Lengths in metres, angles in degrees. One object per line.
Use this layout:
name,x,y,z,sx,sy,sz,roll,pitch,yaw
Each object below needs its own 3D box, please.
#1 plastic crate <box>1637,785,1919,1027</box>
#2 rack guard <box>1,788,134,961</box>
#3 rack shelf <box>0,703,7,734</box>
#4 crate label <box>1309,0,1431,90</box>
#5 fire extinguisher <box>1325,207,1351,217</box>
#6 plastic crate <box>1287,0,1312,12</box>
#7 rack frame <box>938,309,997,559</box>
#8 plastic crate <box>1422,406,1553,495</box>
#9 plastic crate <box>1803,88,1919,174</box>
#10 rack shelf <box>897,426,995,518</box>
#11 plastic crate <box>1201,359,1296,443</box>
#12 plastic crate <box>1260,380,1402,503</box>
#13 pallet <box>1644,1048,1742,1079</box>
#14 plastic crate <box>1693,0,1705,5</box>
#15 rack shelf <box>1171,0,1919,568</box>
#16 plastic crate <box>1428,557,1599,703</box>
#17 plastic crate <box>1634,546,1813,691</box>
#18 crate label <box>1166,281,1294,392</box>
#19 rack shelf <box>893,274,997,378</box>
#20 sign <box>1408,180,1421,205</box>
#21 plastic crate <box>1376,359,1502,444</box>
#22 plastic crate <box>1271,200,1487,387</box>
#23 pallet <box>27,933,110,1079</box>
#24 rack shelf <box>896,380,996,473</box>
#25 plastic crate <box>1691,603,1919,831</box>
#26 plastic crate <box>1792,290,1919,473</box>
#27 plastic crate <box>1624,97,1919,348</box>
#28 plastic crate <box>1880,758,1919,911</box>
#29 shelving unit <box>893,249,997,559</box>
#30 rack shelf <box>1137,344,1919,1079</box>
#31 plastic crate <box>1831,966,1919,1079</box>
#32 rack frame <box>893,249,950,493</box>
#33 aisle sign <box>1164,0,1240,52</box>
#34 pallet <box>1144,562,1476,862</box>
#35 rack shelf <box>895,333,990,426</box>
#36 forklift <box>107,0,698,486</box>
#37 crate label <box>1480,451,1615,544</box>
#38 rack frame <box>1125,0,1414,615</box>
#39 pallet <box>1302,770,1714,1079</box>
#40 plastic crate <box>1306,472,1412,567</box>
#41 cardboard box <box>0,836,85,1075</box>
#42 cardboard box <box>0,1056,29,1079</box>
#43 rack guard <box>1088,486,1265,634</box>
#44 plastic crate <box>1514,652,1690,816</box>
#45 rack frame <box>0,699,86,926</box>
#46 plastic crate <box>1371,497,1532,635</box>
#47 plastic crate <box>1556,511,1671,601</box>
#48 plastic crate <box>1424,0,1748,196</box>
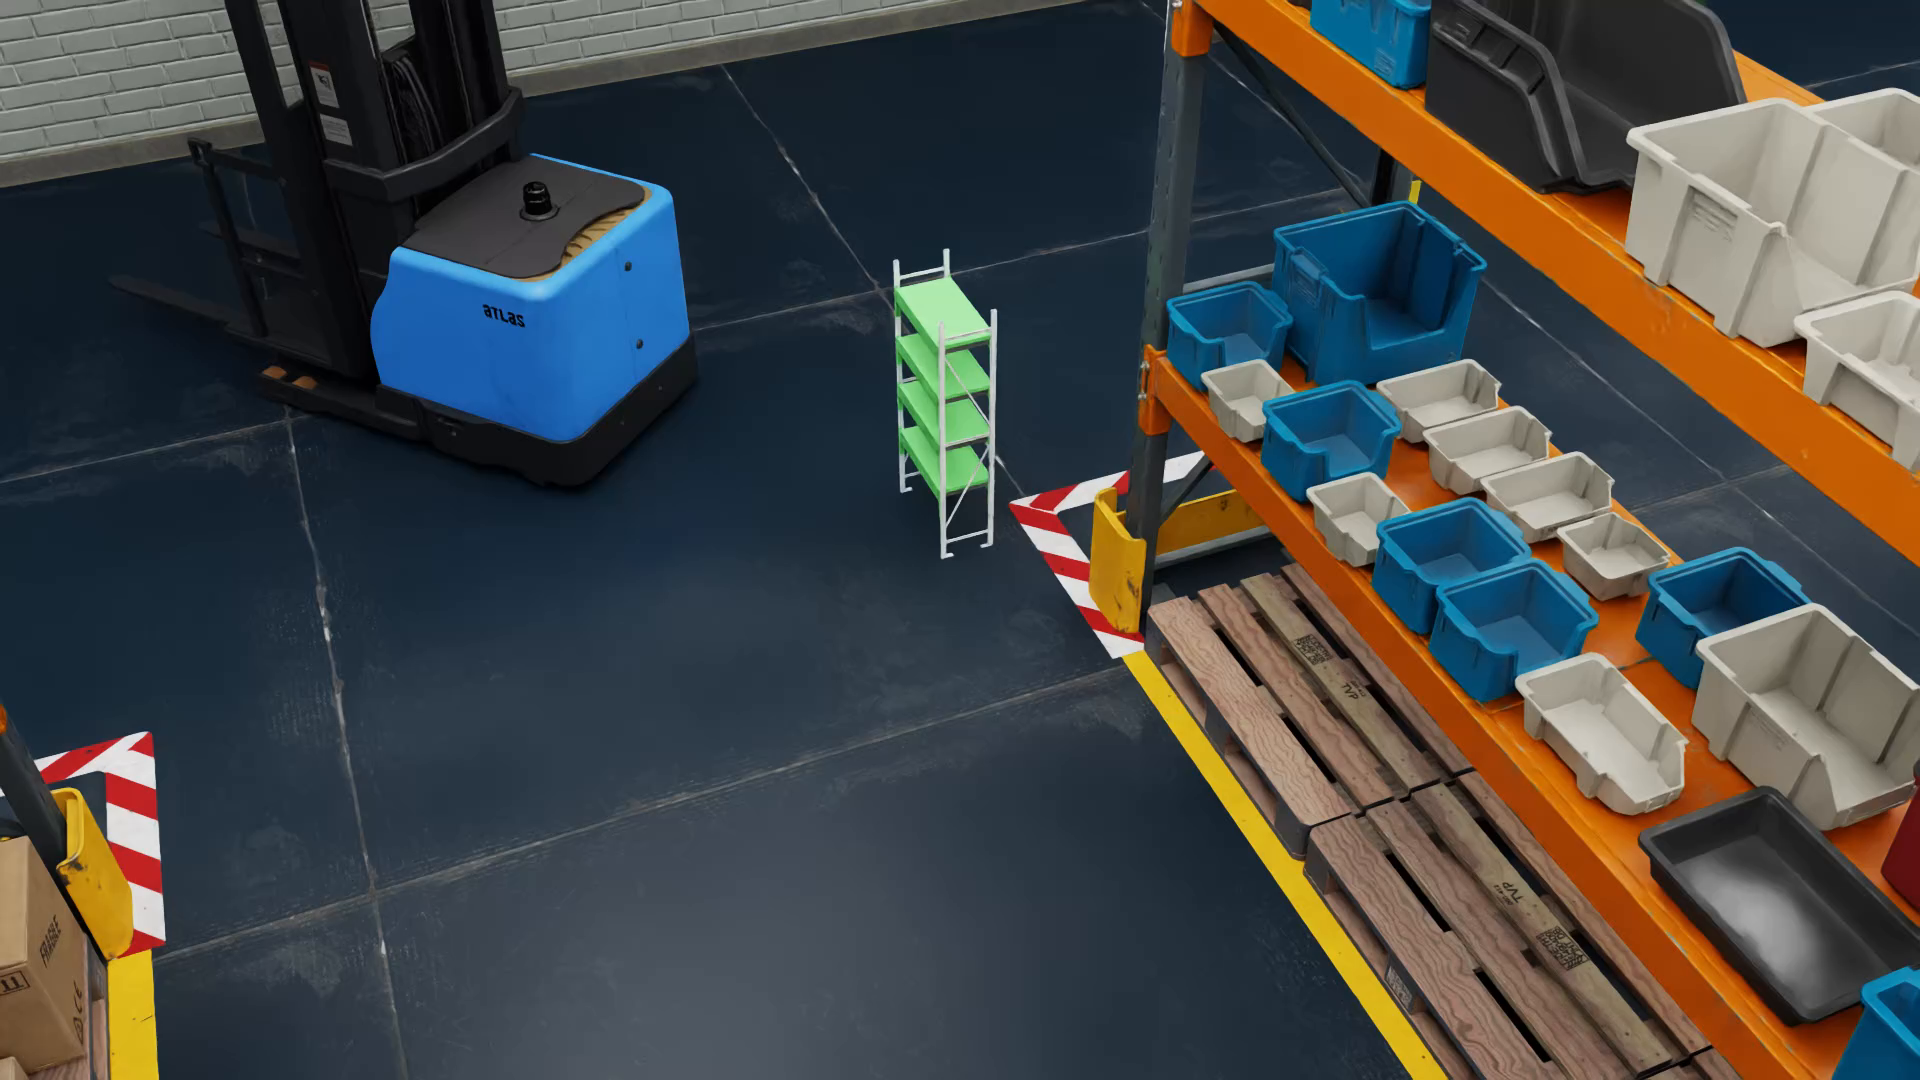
plastic crate,2.001,0.905,4.061,0.437,0.125,0.590,-15,43,-17
rack guard,-3.401,1.249,5.415,1.175,0.500,0.348,-15,43,-17
rack shelf,-2.665,1.733,3.486,1.077,0.370,4.000,-15,43,-17
crate label,1.202,-1.423,4.418,0.408,0.251,0.502,-15,43,-17
fire extinguisher,1.510,-1.012,6.472,0.296,0.674,0.183,-15,43,-17
plastic crate,1.037,-1.765,4.801,0.497,0.269,0.590,-15,43,-17
rack frame,0.030,-0.408,6.804,0.240,1.200,0.015,-15,43,-17
plastic crate,1.724,-0.277,5.428,0.396,0.136,0.243,-15,43,-17
plastic crate,2.167,-0.833,3.820,0.437,0.136,0.530,-15,43,-17
rack shelf,-0.063,-0.324,7.173,0.258,0.148,0.480,-15,43,-17
plastic crate,0.984,-0.456,5.636,0.250,0.136,0.298,-15,43,-17
plastic crate,1.190,-0.310,5.393,0.416,0.233,0.300,-15,43,-17
pallet,2.361,2.055,4.698,1.003,0.211,1.213,-15,43,-17
plastic crate,1.789,-1.513,4.570,0.450,0.188,0.336,-15,43,-17
rack shelf,1.913,-0.638,3.943,1.077,0.370,4.000,-15,43,-17
plastic crate,1.556,0.267,4.721,0.416,0.233,0.300,-15,43,-17
plastic crate,2.170,0.235,4.758,0.416,0.233,0.300,-15,43,-17
crate label,0.938,-0.707,5.854,0.416,0.233,0.303,-15,43,-17
rack shelf,-0.063,-0.870,6.703,0.258,0.148,0.480,-15,43,-17
sign,1.649,-1.187,6.205,0.100,0.325,0.005,-15,43,-17
plastic crate,1.627,-0.455,5.635,0.396,0.136,0.243,-15,43,-17
plastic crate,1.448,-0.860,5.876,0.616,0.435,0.499,-15,43,-17
pallet,-3.095,1.838,4.951,1.003,0.211,1.213,-15,43,-17
rack shelf,-0.063,-0.506,7.016,0.258,0.148,0.480,-15,43,-17
plastic crate,2.264,0.487,4.427,0.437,0.282,0.530,-15,43,-17
plastic crate,1.840,-0.277,3.174,0.293,0.136,0.466,-15,43,-17
plastic crate,1.710,-0.659,3.506,0.437,0.282,0.530,-15,43,-17
plastic crate,2.568,0.784,3.943,0.402,0.464,0.583,-15,43,-17
shelving unit,-0.063,-0.555,6.975,0.258,1.200,0.503,-15,43,-17
rack shelf,1.913,0.499,4.921,1.077,0.370,4.000,-15,43,-17
plastic crate,2.184,1.218,3.499,0.392,0.384,0.575,-15,43,-17
rack frame,-0.157,-0.702,7.146,0.240,1.200,0.015,-15,43,-17
aisle sign,0.845,-1.933,5.204,0.394,0.787,0.004,-15,43,-17
pallet,1.427,0.585,6.407,1.003,0.211,1.213,-15,43,-17
rack shelf,-0.063,-0.688,6.860,0.258,0.148,0.480,-15,43,-17
forklift,-2.825,-2.016,7.346,3.031,2.935,1.130,18,44,20
crate label,1.853,-0.115,5.240,0.396,0.136,0.243,-15,43,-17
rack frame,1.147,-0.978,6.087,1.000,3.000,0.127,-15,43,-17
pallet,1.890,1.319,5.554,1.003,0.211,1.213,-15,43,-17
plastic crate,1.244,-0.048,5.161,0.250,0.136,0.298,-15,43,-17
cardboard box,-2.995,1.302,5.015,0.500,0.500,0.500,-15,43,-17
cardboard box,-2.923,1.695,4.814,0.380,0.166,0.250,-15,43,-17
rack guard,1.126,-0.042,6.915,1.175,0.500,0.348,-15,43,-17
plastic crate,1.734,0.534,4.484,0.293,0.136,0.466,-15,43,-17
rack frame,-3.430,0.255,4.653,1.000,3.000,0.127,-15,43,-17
plastic crate,1.441,0.086,4.931,0.416,0.233,0.300,-15,43,-17
plastic crate,1.984,0.058,5.038,0.298,0.136,0.250,-15,43,-17
plastic crate,1.478,-1.103,3.980,0.504,0.338,0.767,-15,43,-17
